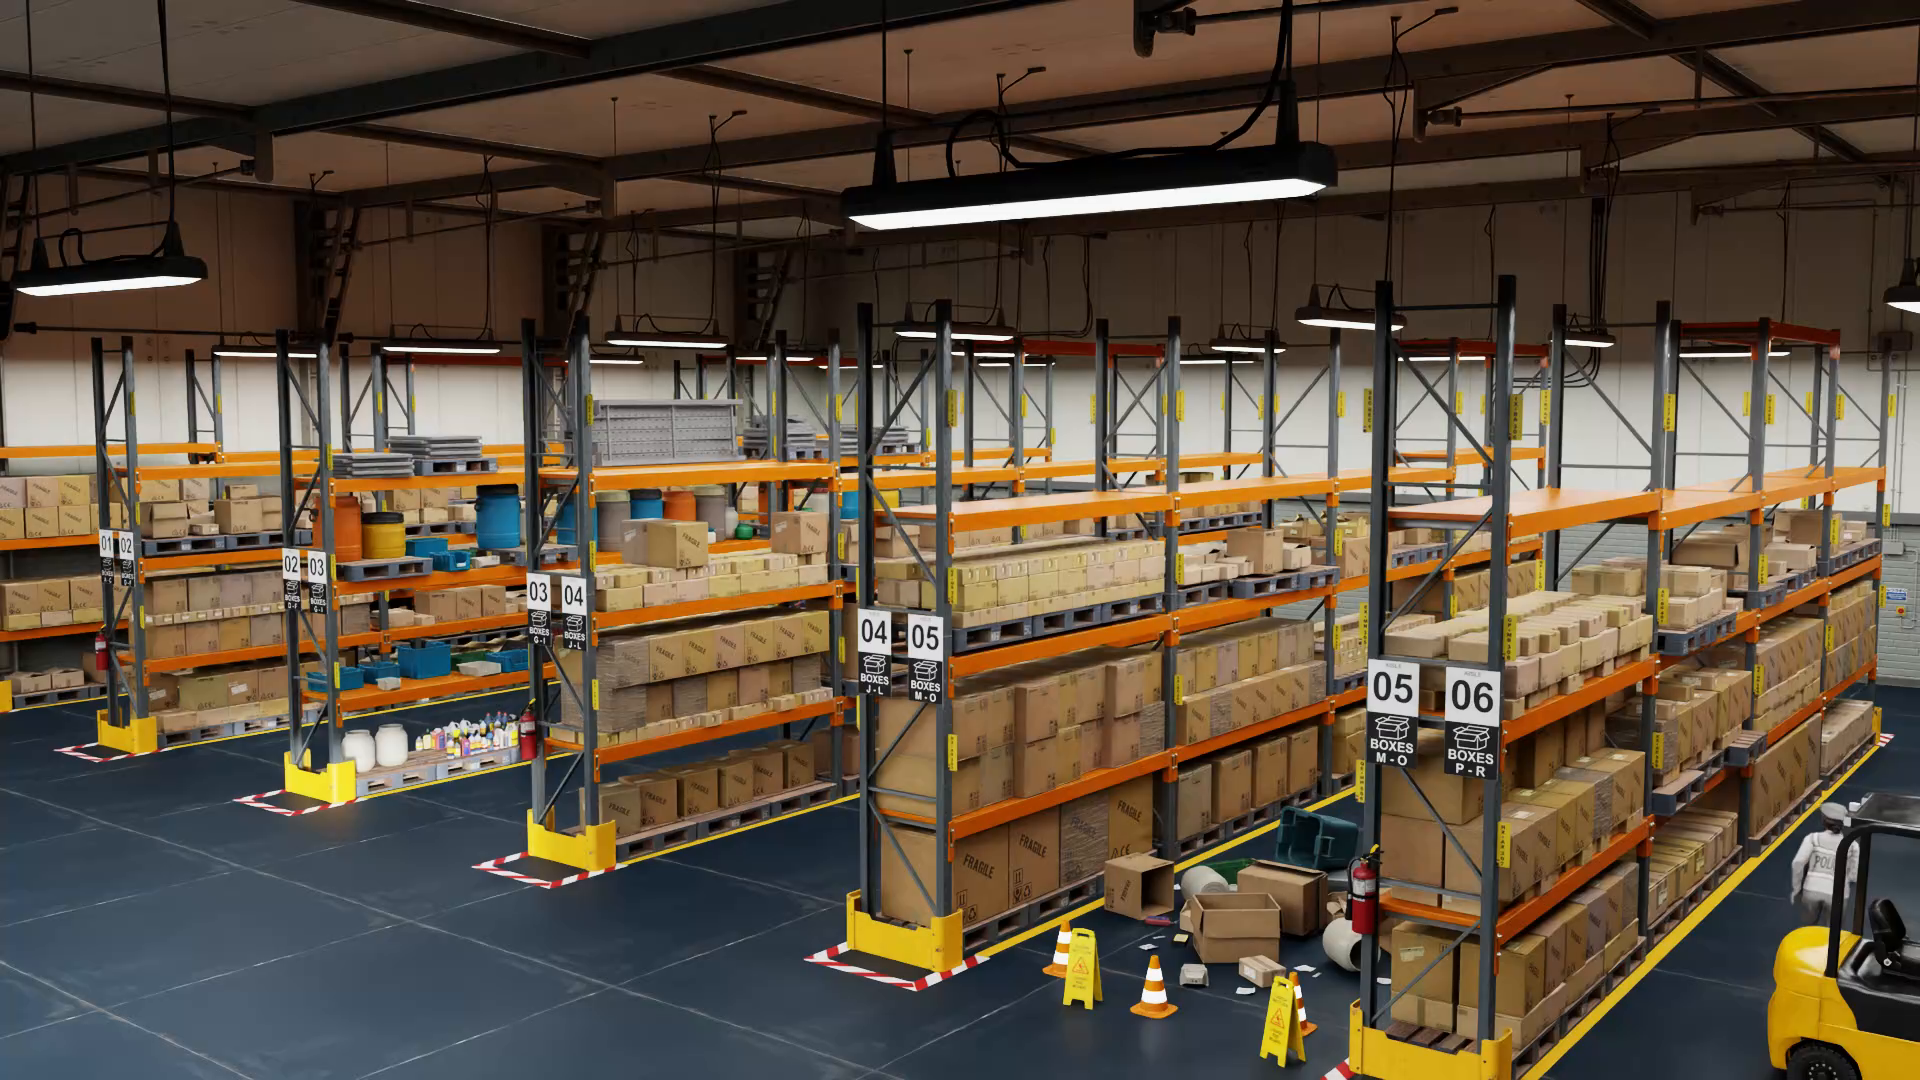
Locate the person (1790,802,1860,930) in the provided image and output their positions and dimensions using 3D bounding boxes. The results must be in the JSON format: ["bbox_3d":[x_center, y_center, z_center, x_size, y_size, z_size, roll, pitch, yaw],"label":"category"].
[{"bbox_3d":[7.594,3.117,14.576,0.533,1.581,0.705,4,6,39],"label":"person"}]
